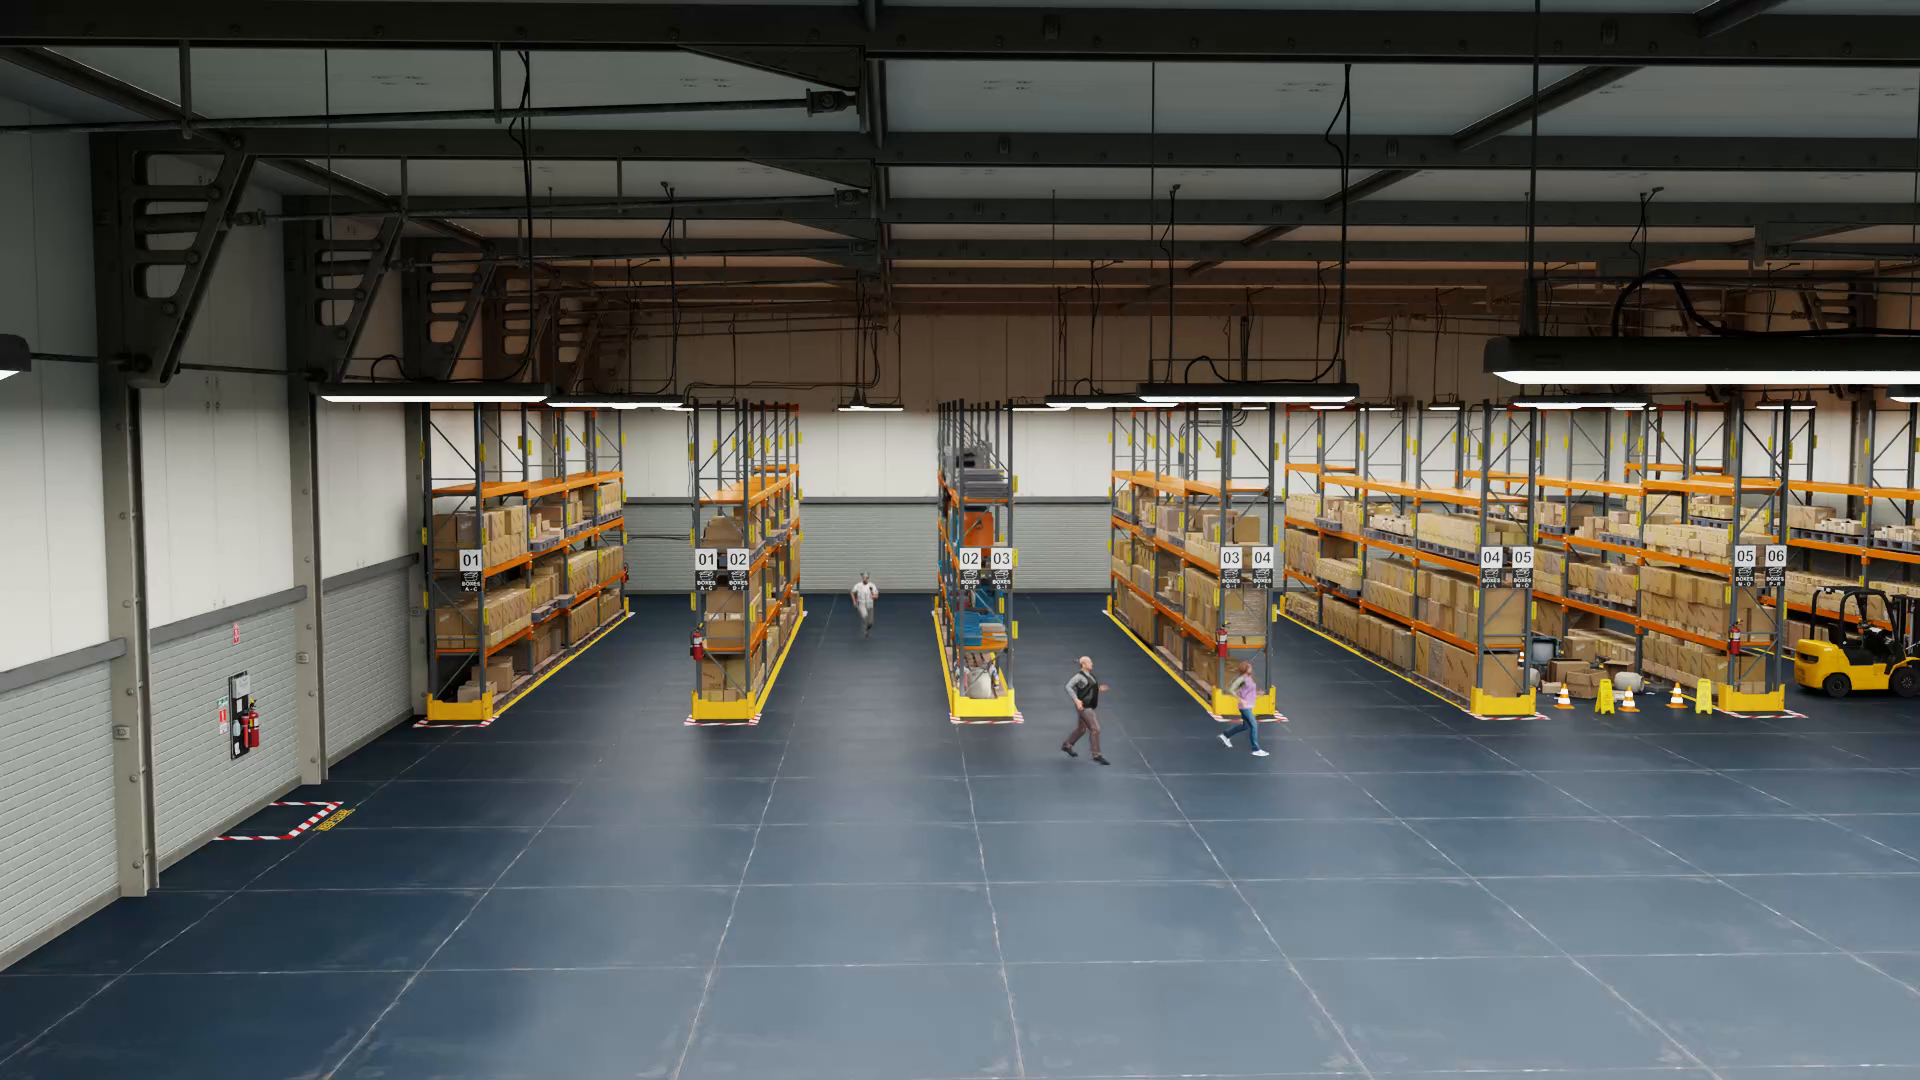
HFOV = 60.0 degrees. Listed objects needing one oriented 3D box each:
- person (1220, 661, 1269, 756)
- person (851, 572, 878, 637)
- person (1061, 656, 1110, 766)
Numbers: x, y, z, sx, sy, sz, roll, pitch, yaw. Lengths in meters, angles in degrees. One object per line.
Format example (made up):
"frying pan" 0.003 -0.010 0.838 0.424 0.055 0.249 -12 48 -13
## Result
"person" 4.761 2.806 27.842 0.864 1.575 0.544 2 5 26
"person" -2.356 1.619 41.287 0.672 1.674 0.953 -1 4 -13
"person" 2.057 2.780 27.239 0.875 1.756 0.639 2 5 20
